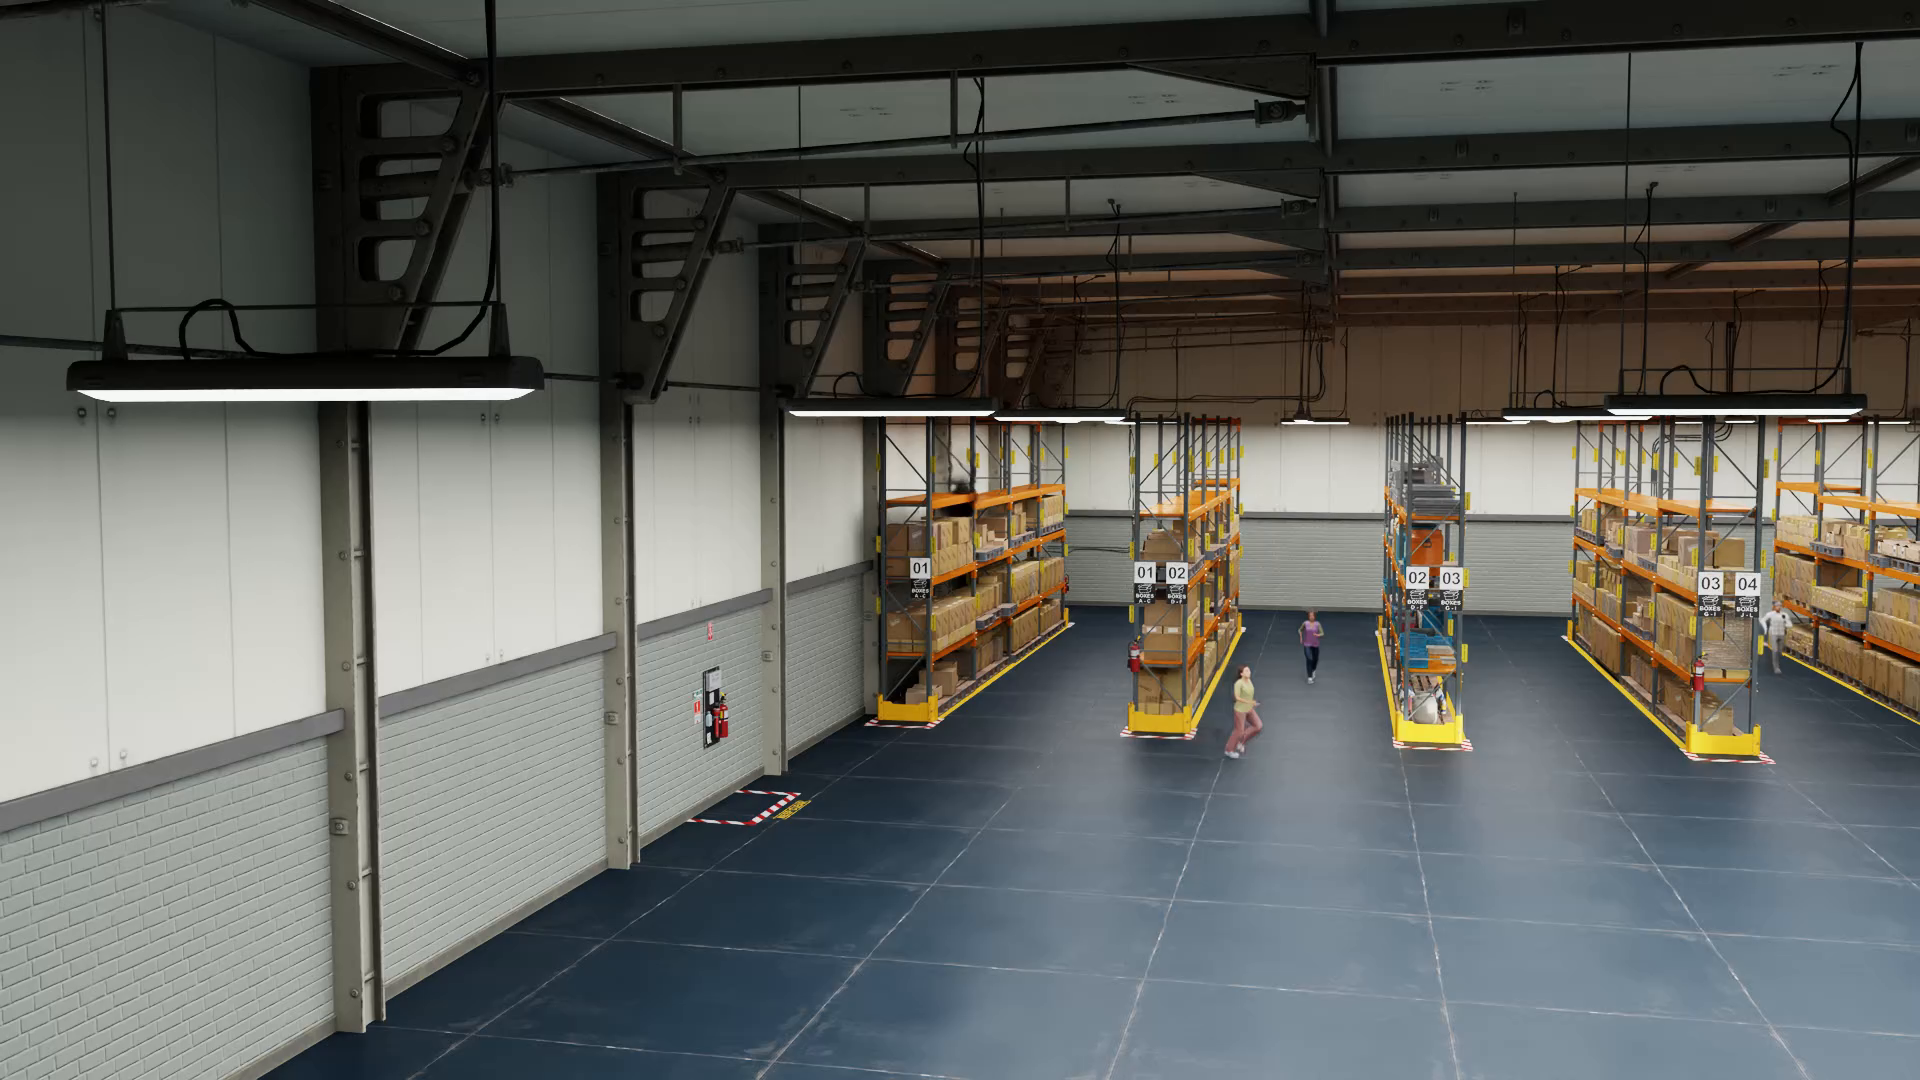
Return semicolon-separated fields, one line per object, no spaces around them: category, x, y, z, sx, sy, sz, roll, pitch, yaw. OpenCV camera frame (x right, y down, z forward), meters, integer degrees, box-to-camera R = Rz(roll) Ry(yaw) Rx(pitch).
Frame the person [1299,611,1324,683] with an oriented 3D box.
person;7.890;2.382;37.344;0.538;1.582;0.893;0;4;6

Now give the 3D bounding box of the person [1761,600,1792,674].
person;19.073;2.230;38.809;0.611;1.681;0.921;1;4;11

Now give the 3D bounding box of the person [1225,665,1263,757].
person;4.924;2.963;28.773;0.596;1.605;0.716;-4;5;-43
